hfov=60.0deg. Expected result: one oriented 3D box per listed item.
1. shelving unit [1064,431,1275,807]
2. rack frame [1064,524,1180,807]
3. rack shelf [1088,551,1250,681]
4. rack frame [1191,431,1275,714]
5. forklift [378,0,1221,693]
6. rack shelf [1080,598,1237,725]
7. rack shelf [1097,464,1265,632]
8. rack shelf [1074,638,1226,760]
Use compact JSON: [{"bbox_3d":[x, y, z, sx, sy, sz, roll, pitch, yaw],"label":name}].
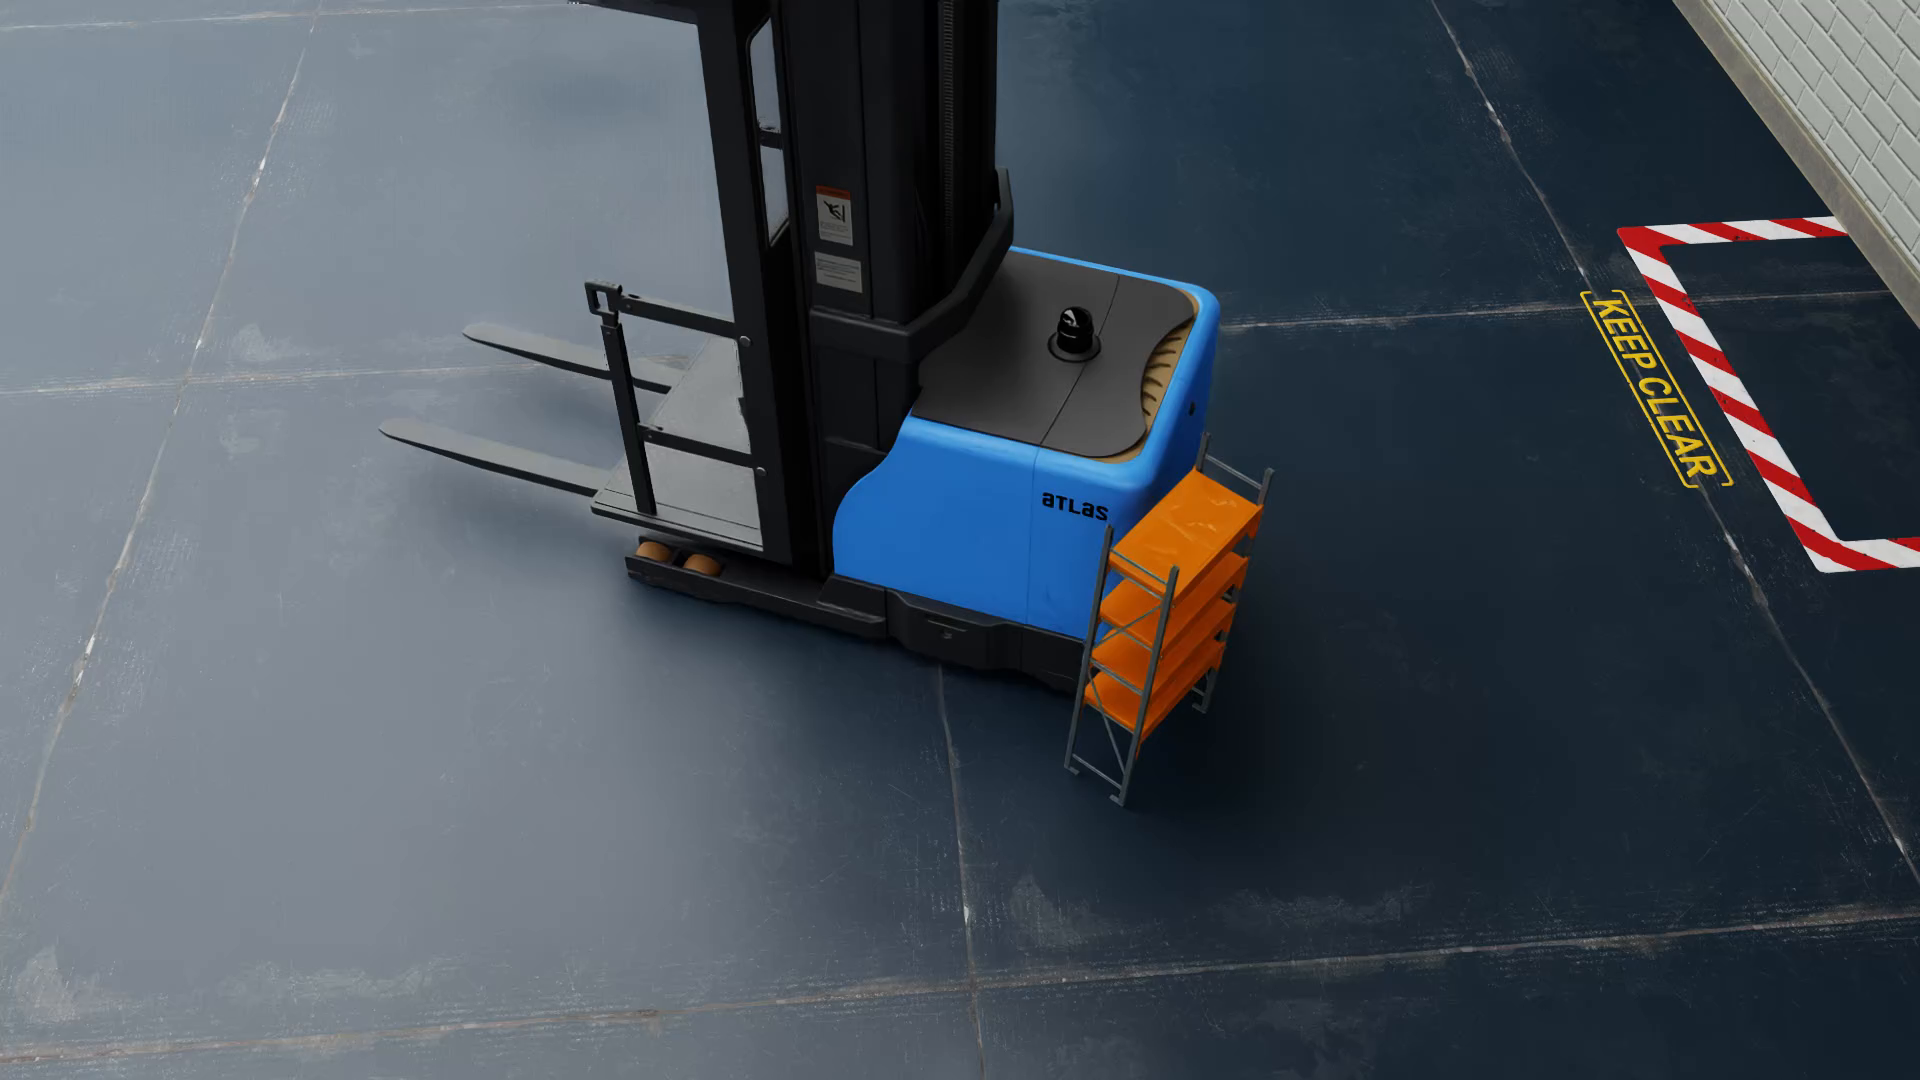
[{"bbox_3d":[0.625,0.276,5.152,0.258,1.200,0.503,33,55,23],"label":"shelving unit"},{"bbox_3d":[0.472,0.414,5.021,0.240,1.200,0.015,33,55,23],"label":"rack frame"},{"bbox_3d":[0.633,0.173,5.034,0.258,0.148,0.480,33,55,23],"label":"rack shelf"},{"bbox_3d":[0.778,0.138,5.282,0.240,1.200,0.015,33,55,23],"label":"rack frame"},{"bbox_3d":[-0.686,-1.139,5.310,3.031,2.935,1.130,14,48,13],"label":"forklift"},{"bbox_3d":[0.622,0.320,5.202,0.258,0.148,0.480,33,55,23],"label":"rack shelf"},{"bbox_3d":[0.645,0.018,4.856,0.258,0.148,0.480,33,55,23],"label":"rack shelf"},{"bbox_3d":[0.612,0.450,5.352,0.258,0.148,0.480,33,55,23],"label":"rack shelf"}]
